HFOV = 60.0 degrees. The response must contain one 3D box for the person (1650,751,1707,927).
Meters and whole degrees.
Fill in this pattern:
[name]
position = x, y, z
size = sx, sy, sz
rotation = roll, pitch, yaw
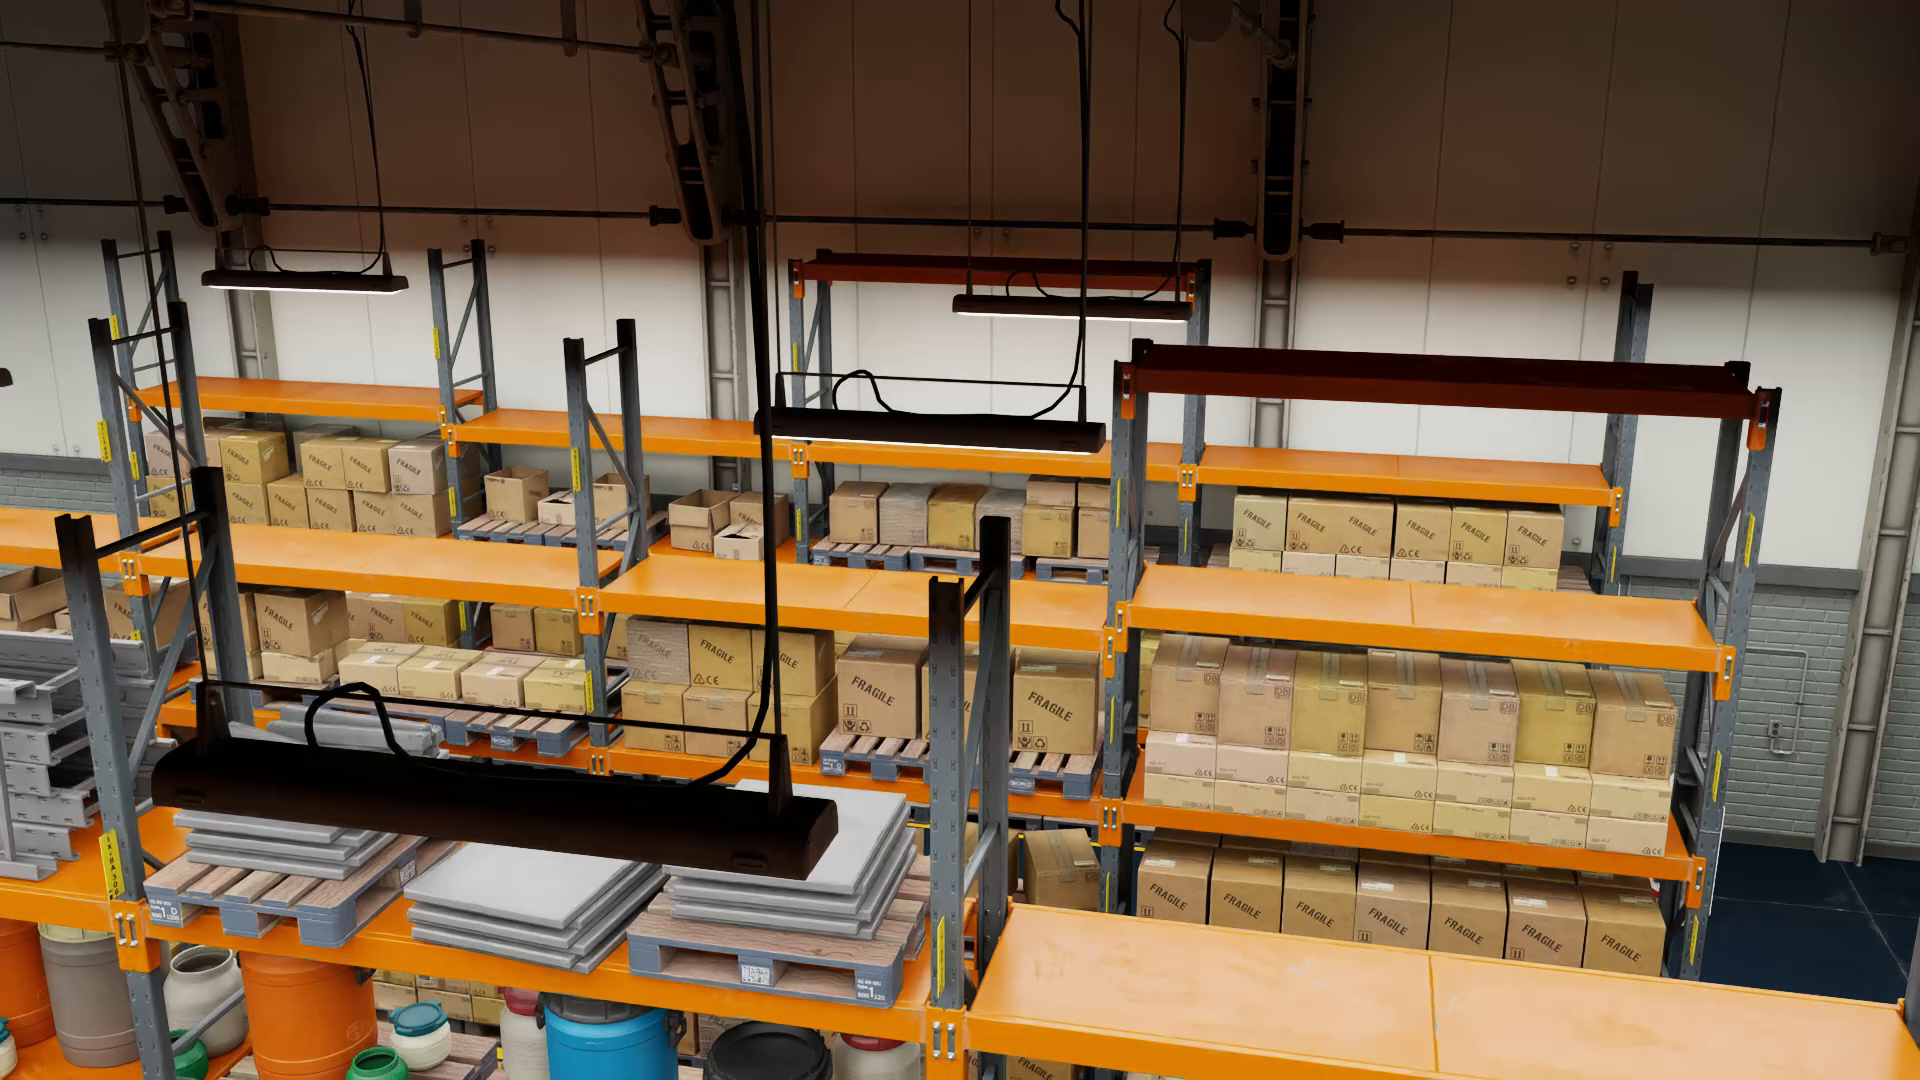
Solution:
[person]
position = 6.846, 2.777, 15.670
size = 0.555, 1.762, 0.510
rotation = 12, 20, 36
